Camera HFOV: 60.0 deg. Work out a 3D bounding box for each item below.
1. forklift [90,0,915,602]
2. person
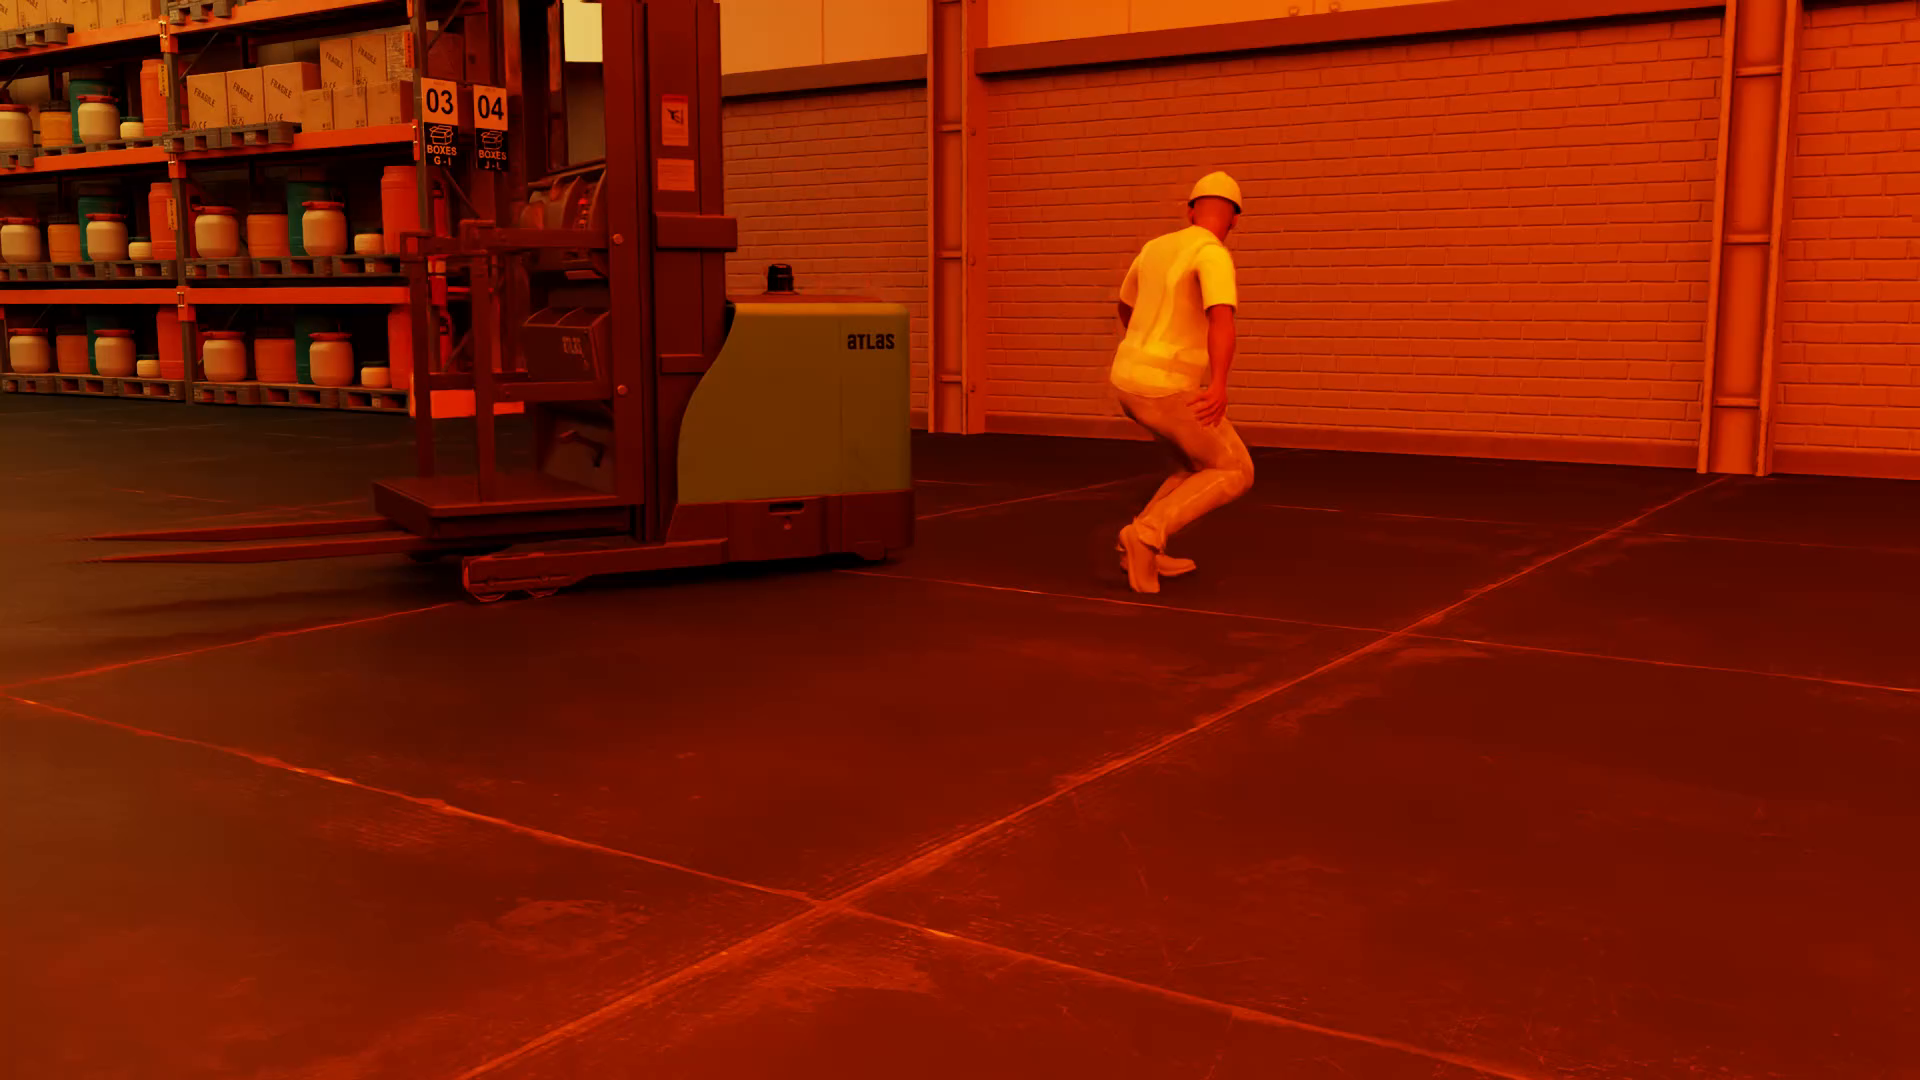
[{"bbox_3d":[-1.724,-1.311,6.409,3.031,2.935,1.130,-5,9,-30],"label":"forklift"},{"bbox_3d":[0.837,-0.588,6.324,0.535,1.617,1.018,-2,8,-11],"label":"person"}]
